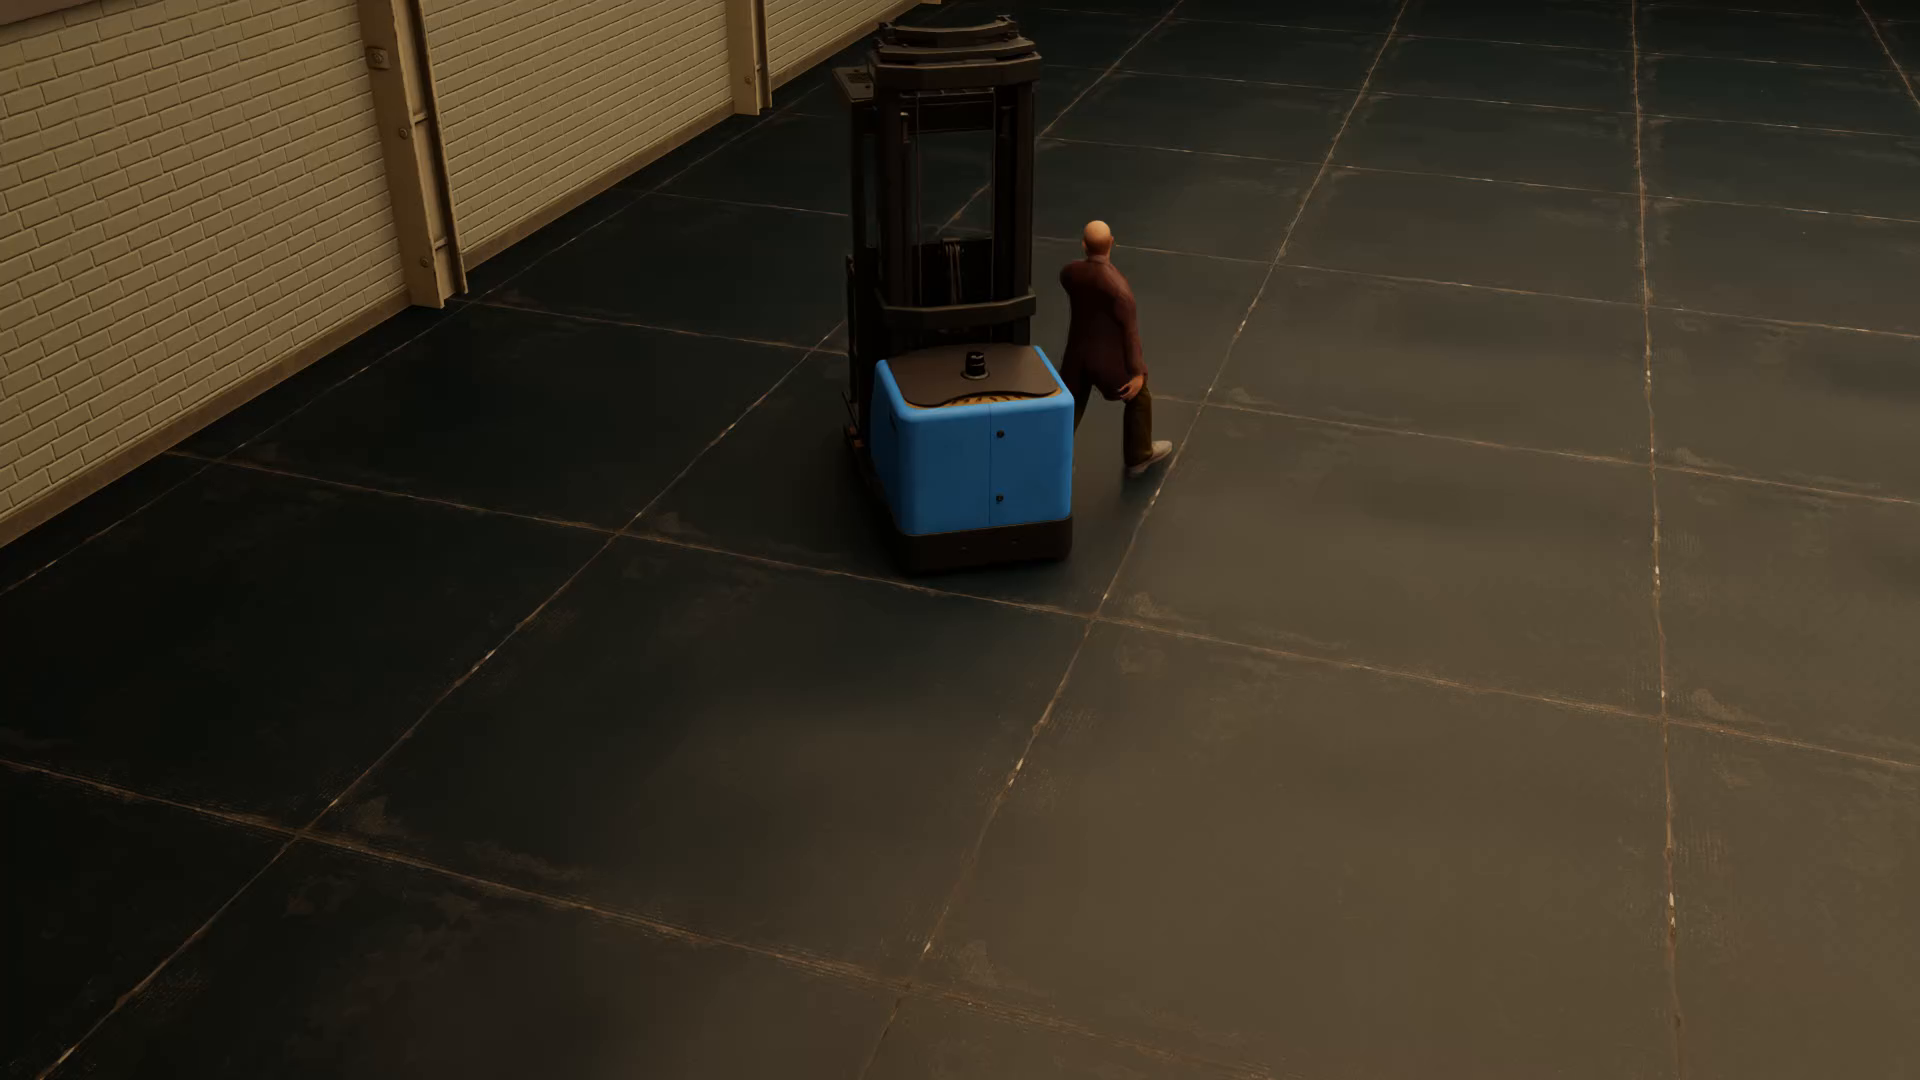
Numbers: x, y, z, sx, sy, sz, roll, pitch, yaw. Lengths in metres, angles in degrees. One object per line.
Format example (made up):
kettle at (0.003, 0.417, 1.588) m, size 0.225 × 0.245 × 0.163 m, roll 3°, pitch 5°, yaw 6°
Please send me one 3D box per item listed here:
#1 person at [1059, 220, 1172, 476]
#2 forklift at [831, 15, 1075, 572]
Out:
person at (0.939, -1.160, 10.426) m, size 0.733 × 1.724 × 0.936 m, roll 25°, pitch 38°, yaw 36°
forklift at (-0.157, -1.803, 10.300) m, size 1.130 × 2.935 × 3.031 m, roll -6°, pitch 30°, yaw -11°
